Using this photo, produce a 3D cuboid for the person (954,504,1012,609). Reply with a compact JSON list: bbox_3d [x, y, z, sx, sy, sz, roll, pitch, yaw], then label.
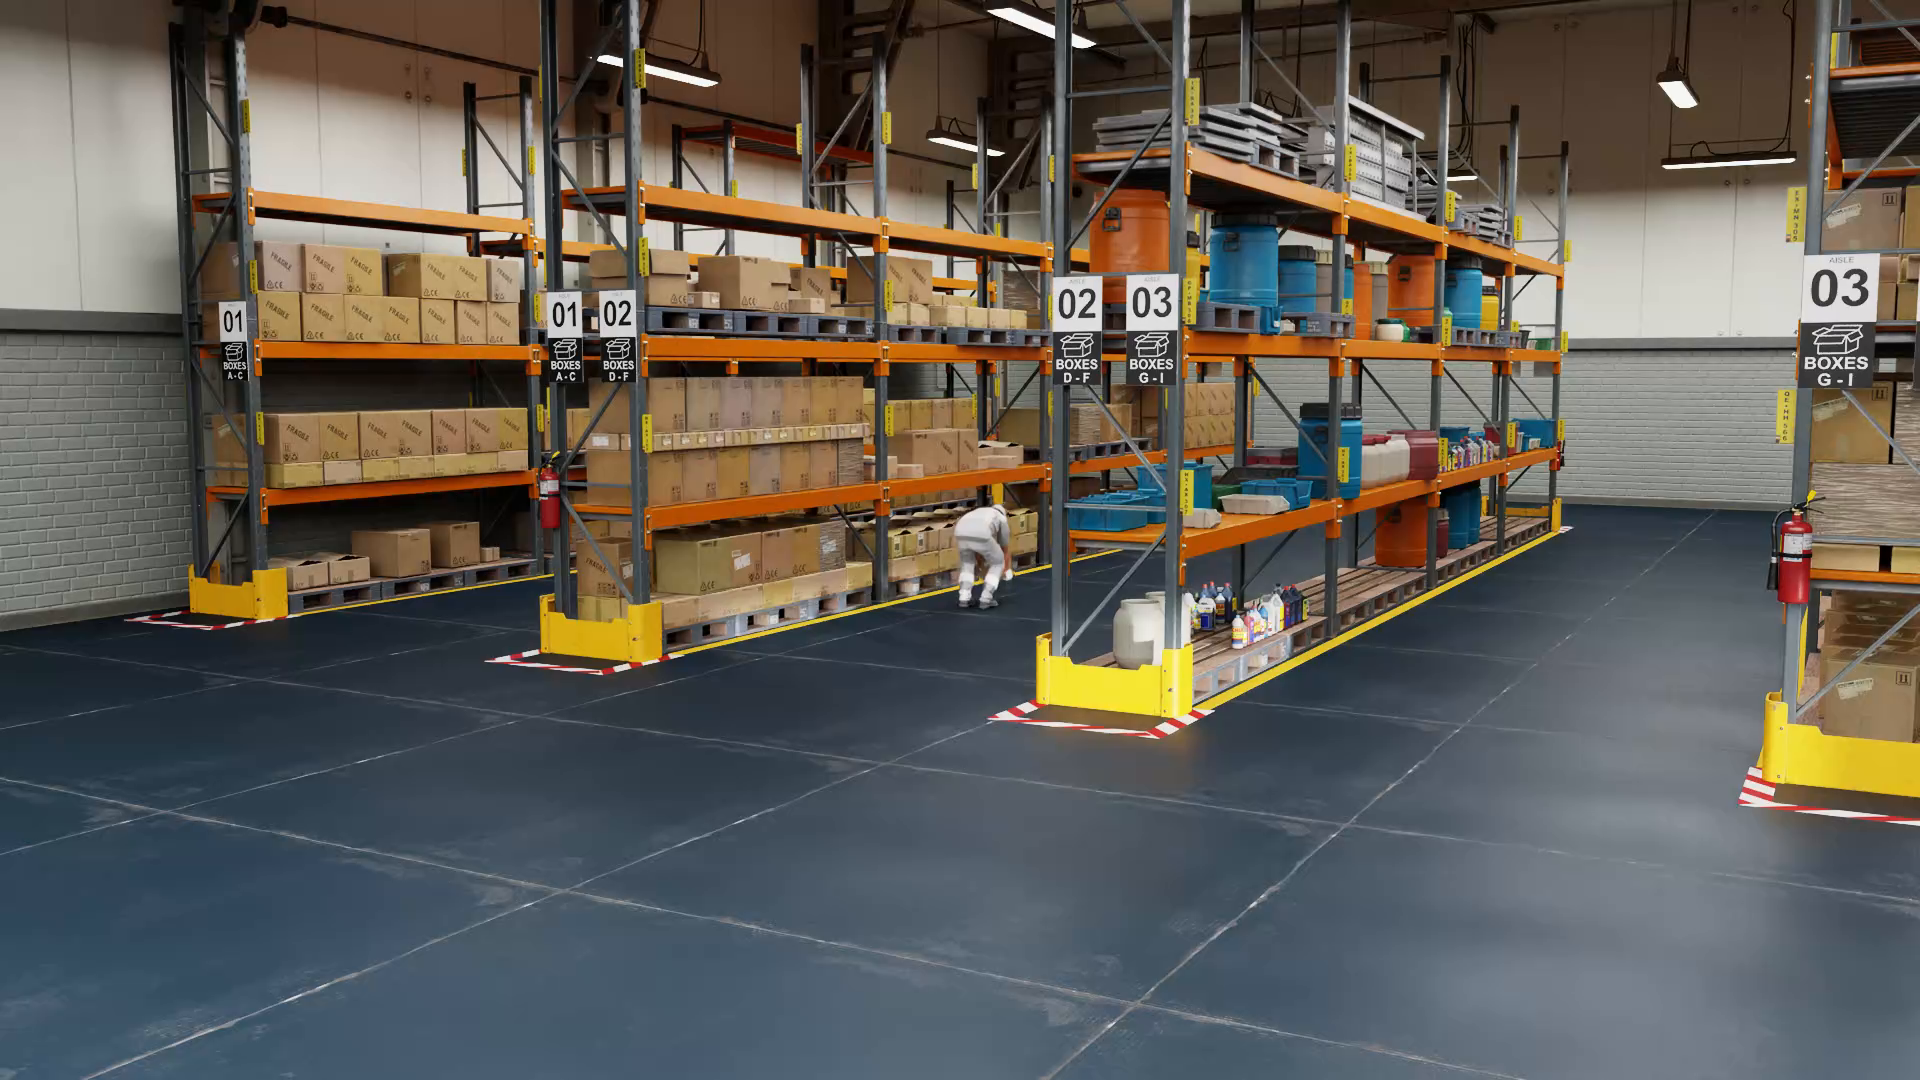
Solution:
[{"bbox_3d":[0.265,0.172,17.868,0.530,1.055,0.958,3,6,25],"label":"person"}]
